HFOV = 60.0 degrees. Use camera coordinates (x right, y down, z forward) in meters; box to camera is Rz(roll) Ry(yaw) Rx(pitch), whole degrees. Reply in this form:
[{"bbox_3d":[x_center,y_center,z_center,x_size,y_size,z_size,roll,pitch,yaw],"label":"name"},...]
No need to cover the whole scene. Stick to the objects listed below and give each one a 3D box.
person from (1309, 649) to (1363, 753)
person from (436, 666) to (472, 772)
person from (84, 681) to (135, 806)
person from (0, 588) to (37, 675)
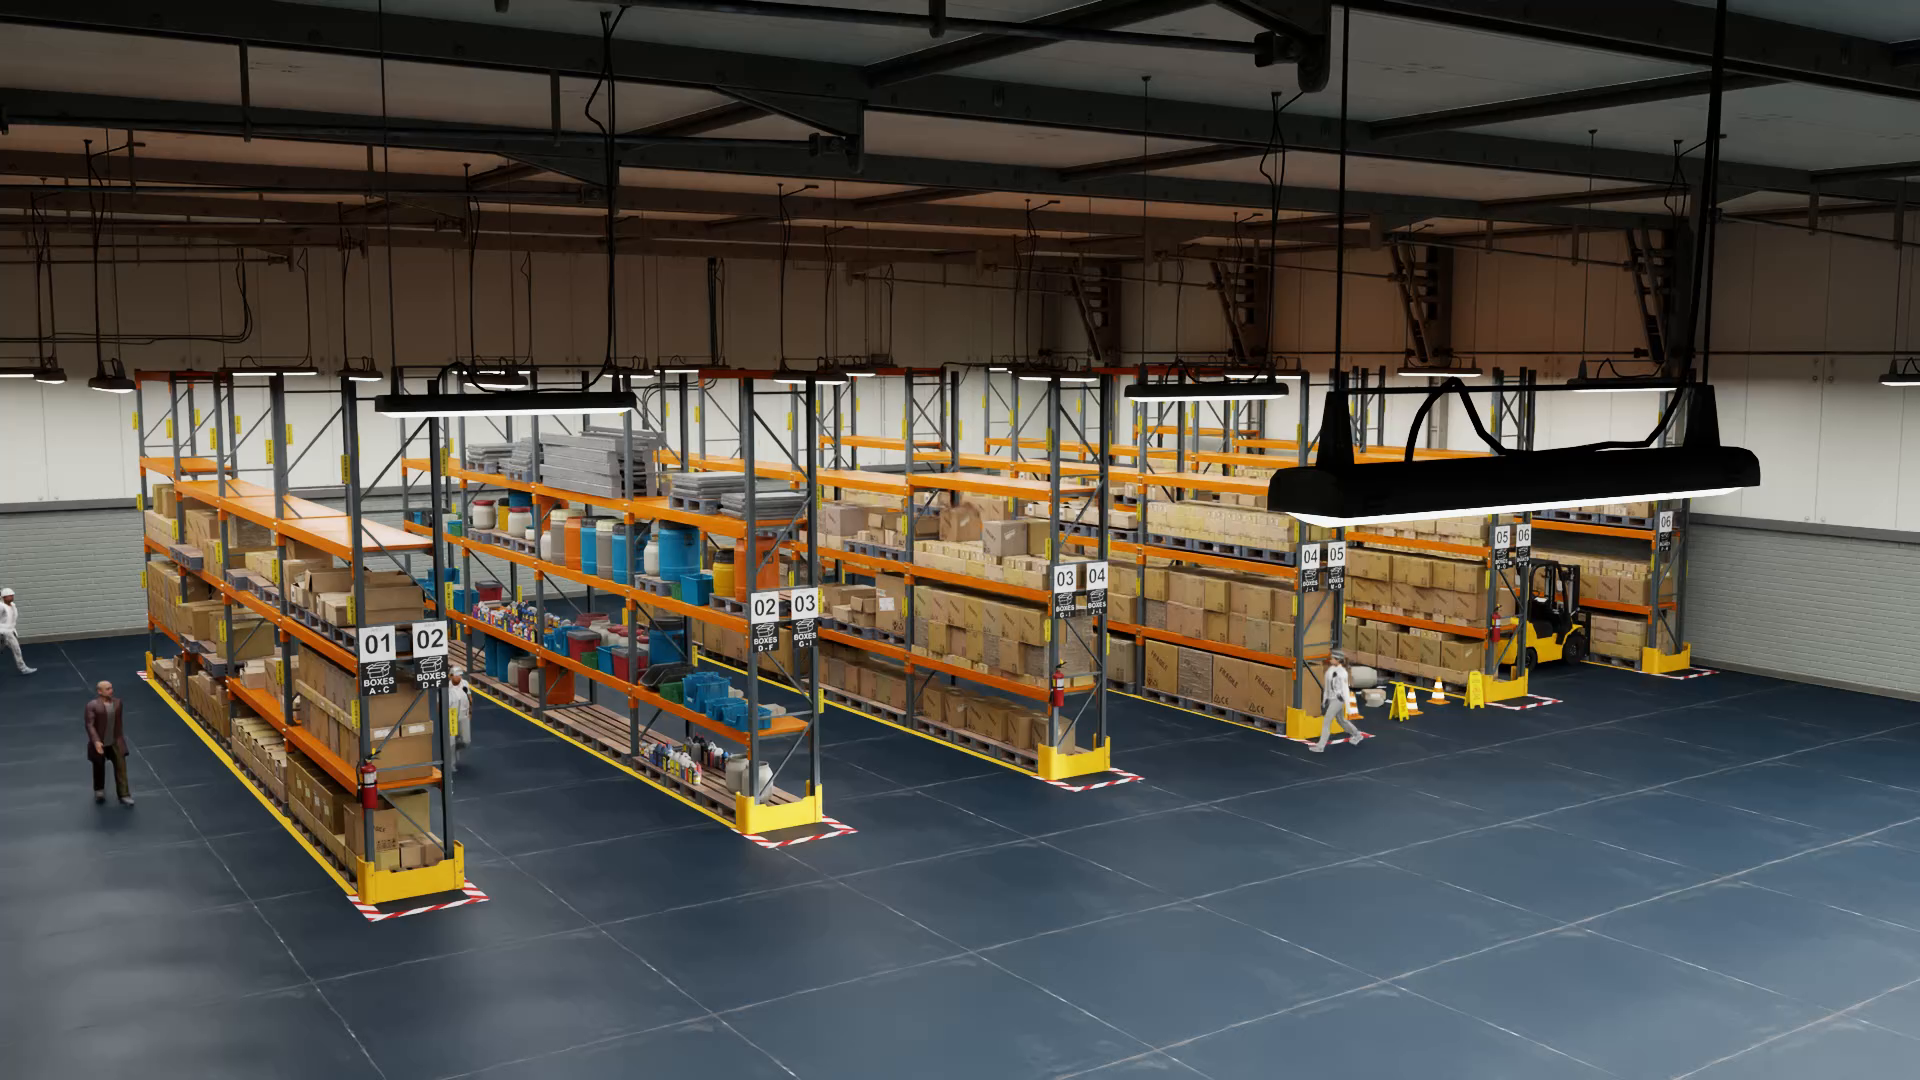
[{"bbox_3d":[5.990,2.542,26.460,1.064,1.618,0.553,-2,7,-14],"label":"person"},{"bbox_3d":[-7.679,2.697,25.265,0.567,1.622,0.595,-4,8,-33],"label":"person"},{"bbox_3d":[-11.932,2.824,23.248,0.542,1.715,1.107,-5,8,-39],"label":"person"},{"bbox_3d":[-18.757,1.796,32.672,1.141,1.725,0.542,-2,7,-14],"label":"person"}]
